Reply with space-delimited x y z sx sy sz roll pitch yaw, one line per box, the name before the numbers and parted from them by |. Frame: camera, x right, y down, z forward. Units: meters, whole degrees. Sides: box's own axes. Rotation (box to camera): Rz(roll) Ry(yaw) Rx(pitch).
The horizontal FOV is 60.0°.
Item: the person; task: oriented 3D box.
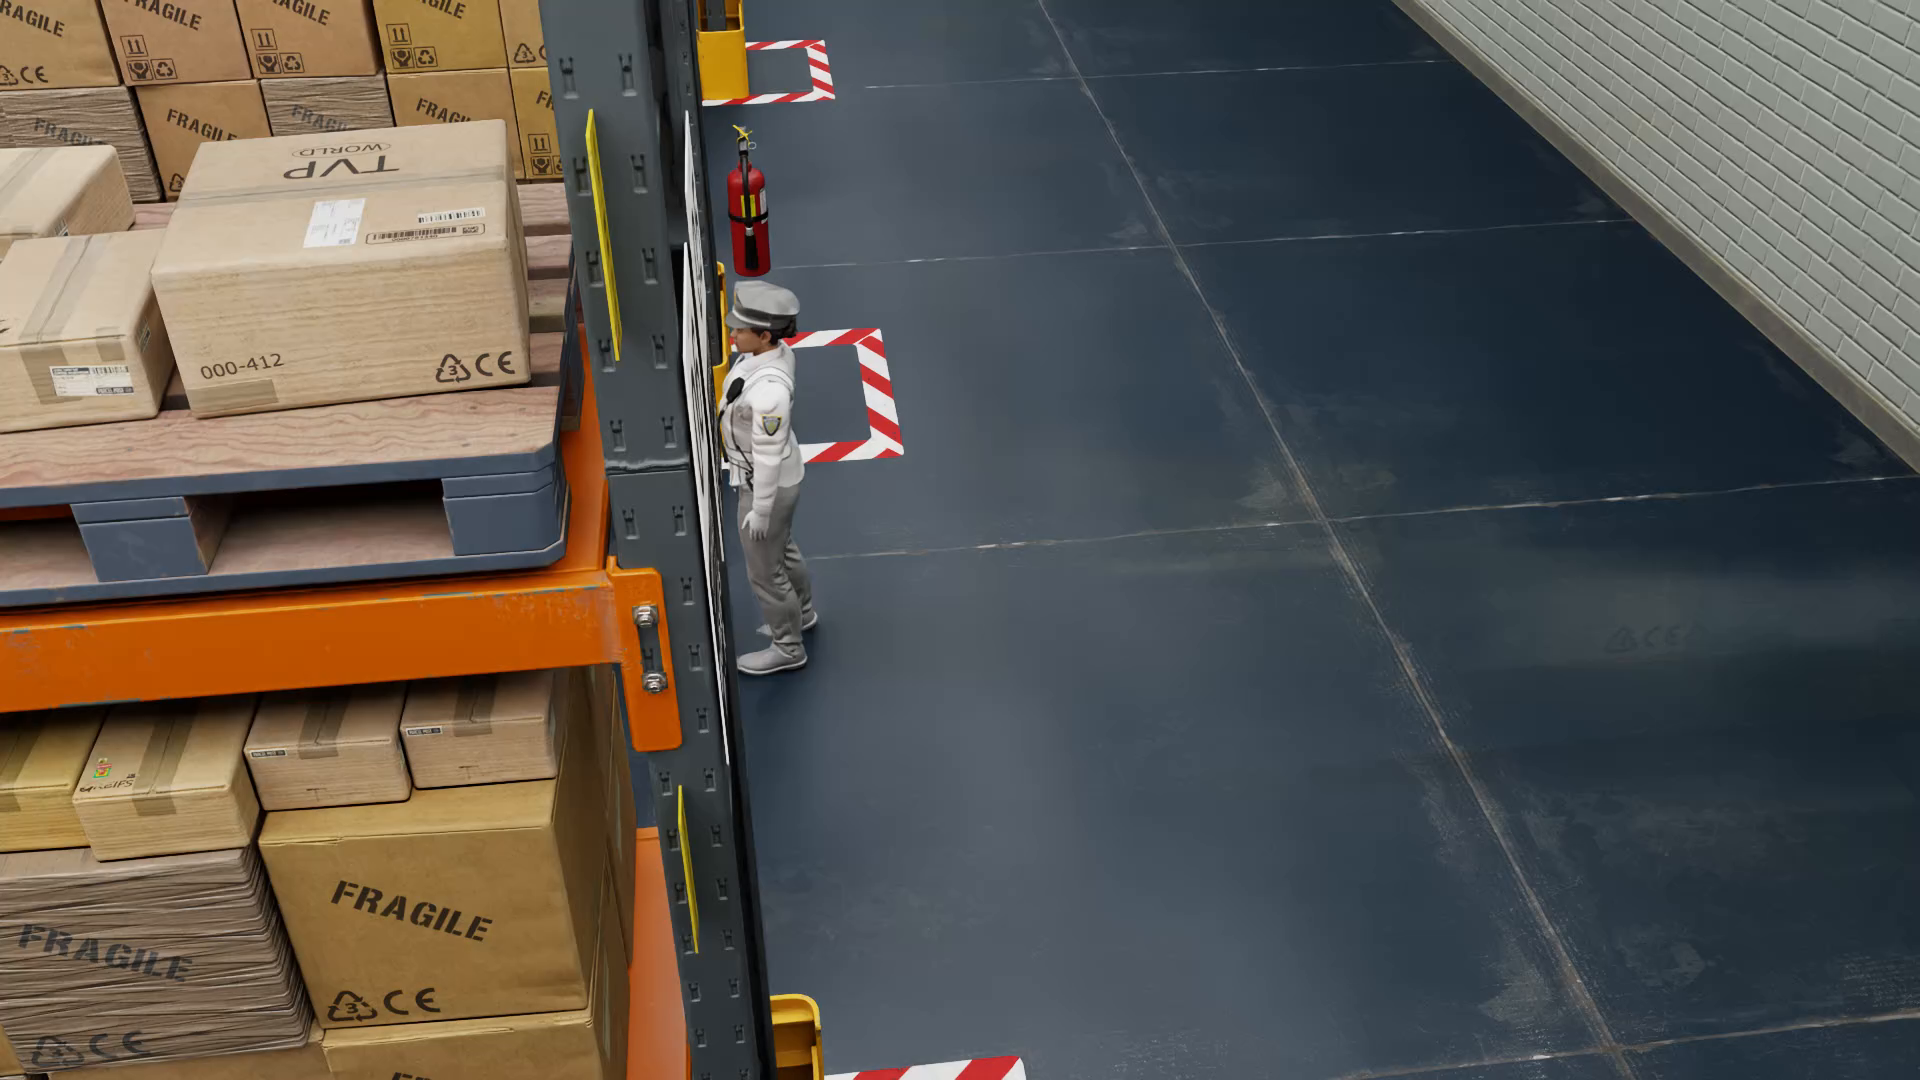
person | -0.752 -0.206 6.460 0.347 1.723 0.468 -4 35 -5
